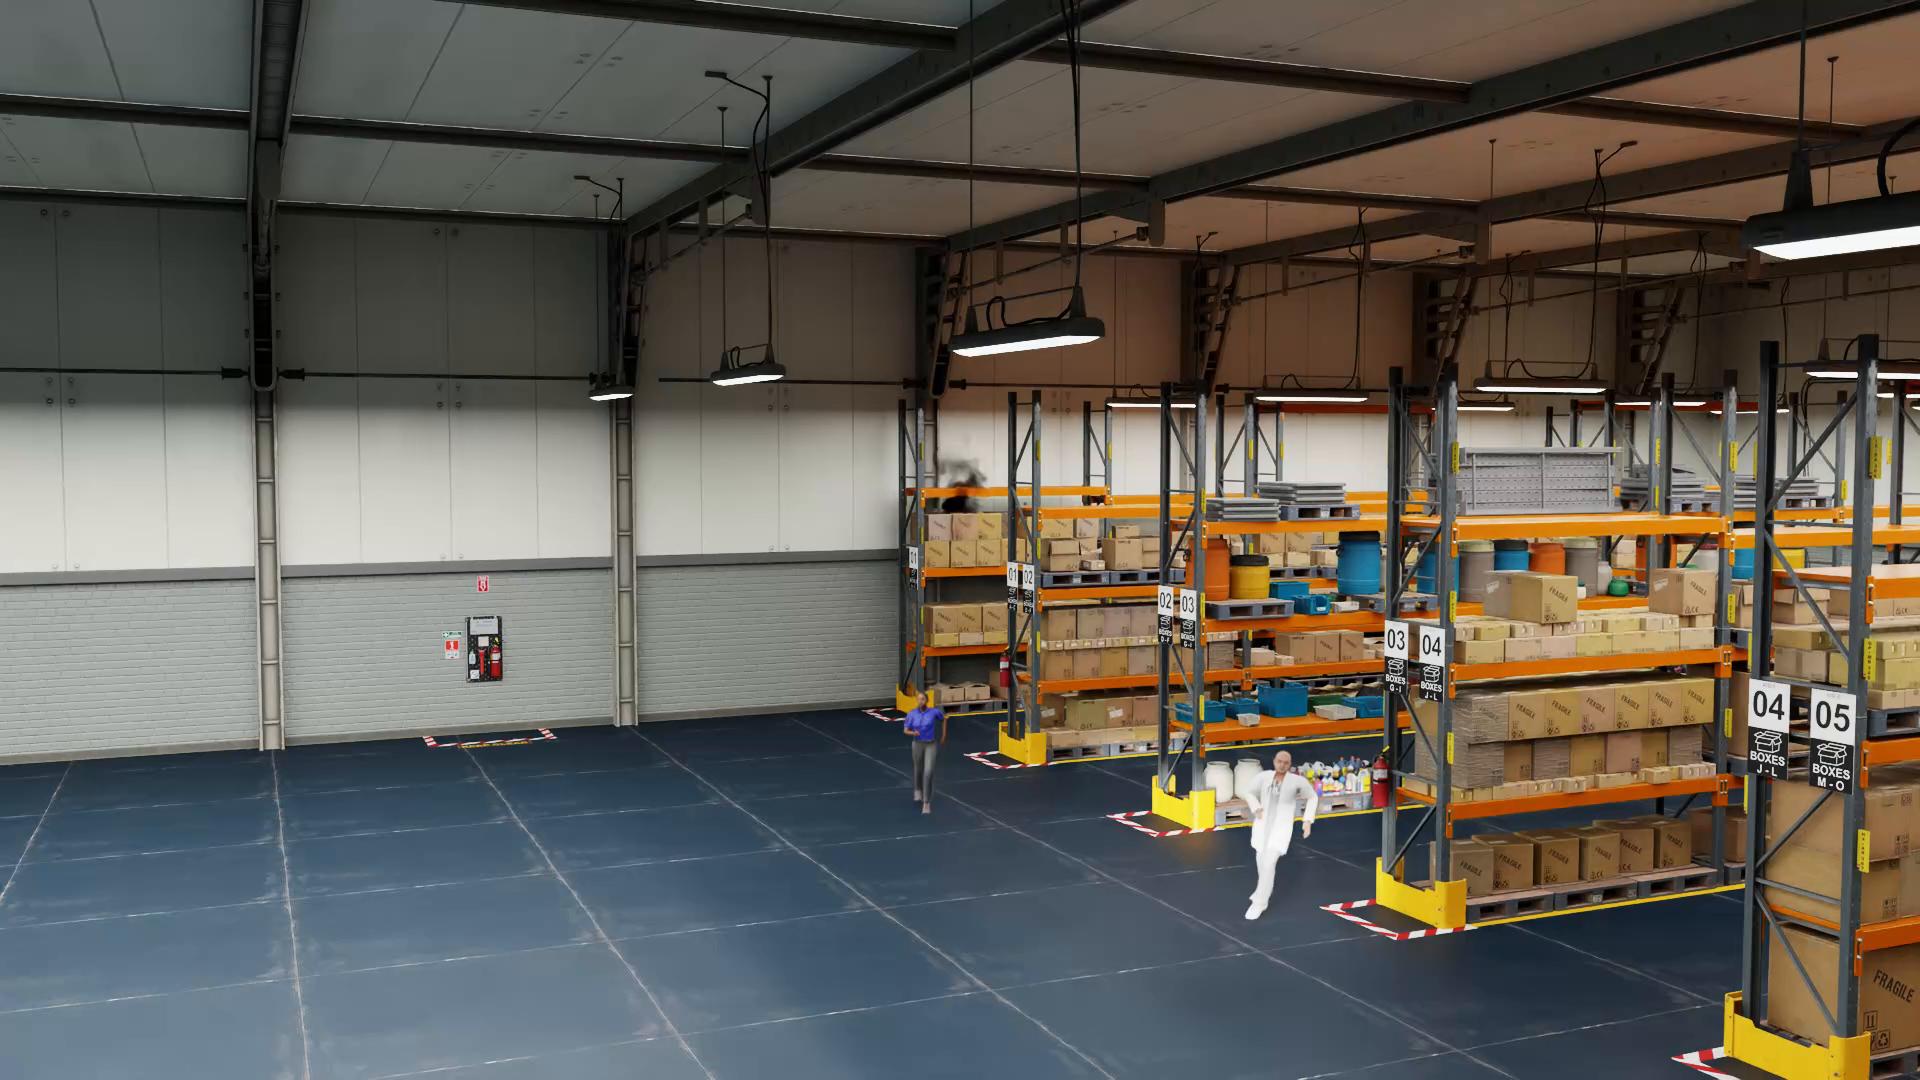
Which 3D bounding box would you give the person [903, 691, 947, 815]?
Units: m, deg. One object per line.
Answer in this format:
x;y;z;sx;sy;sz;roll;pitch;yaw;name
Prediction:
-0.492;2.967;23.477;0.585;1.699;0.895;0;3;6;person

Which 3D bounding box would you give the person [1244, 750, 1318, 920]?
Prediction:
3.473;3.197;18.225;0.768;1.797;0.930;2;4;31;person
